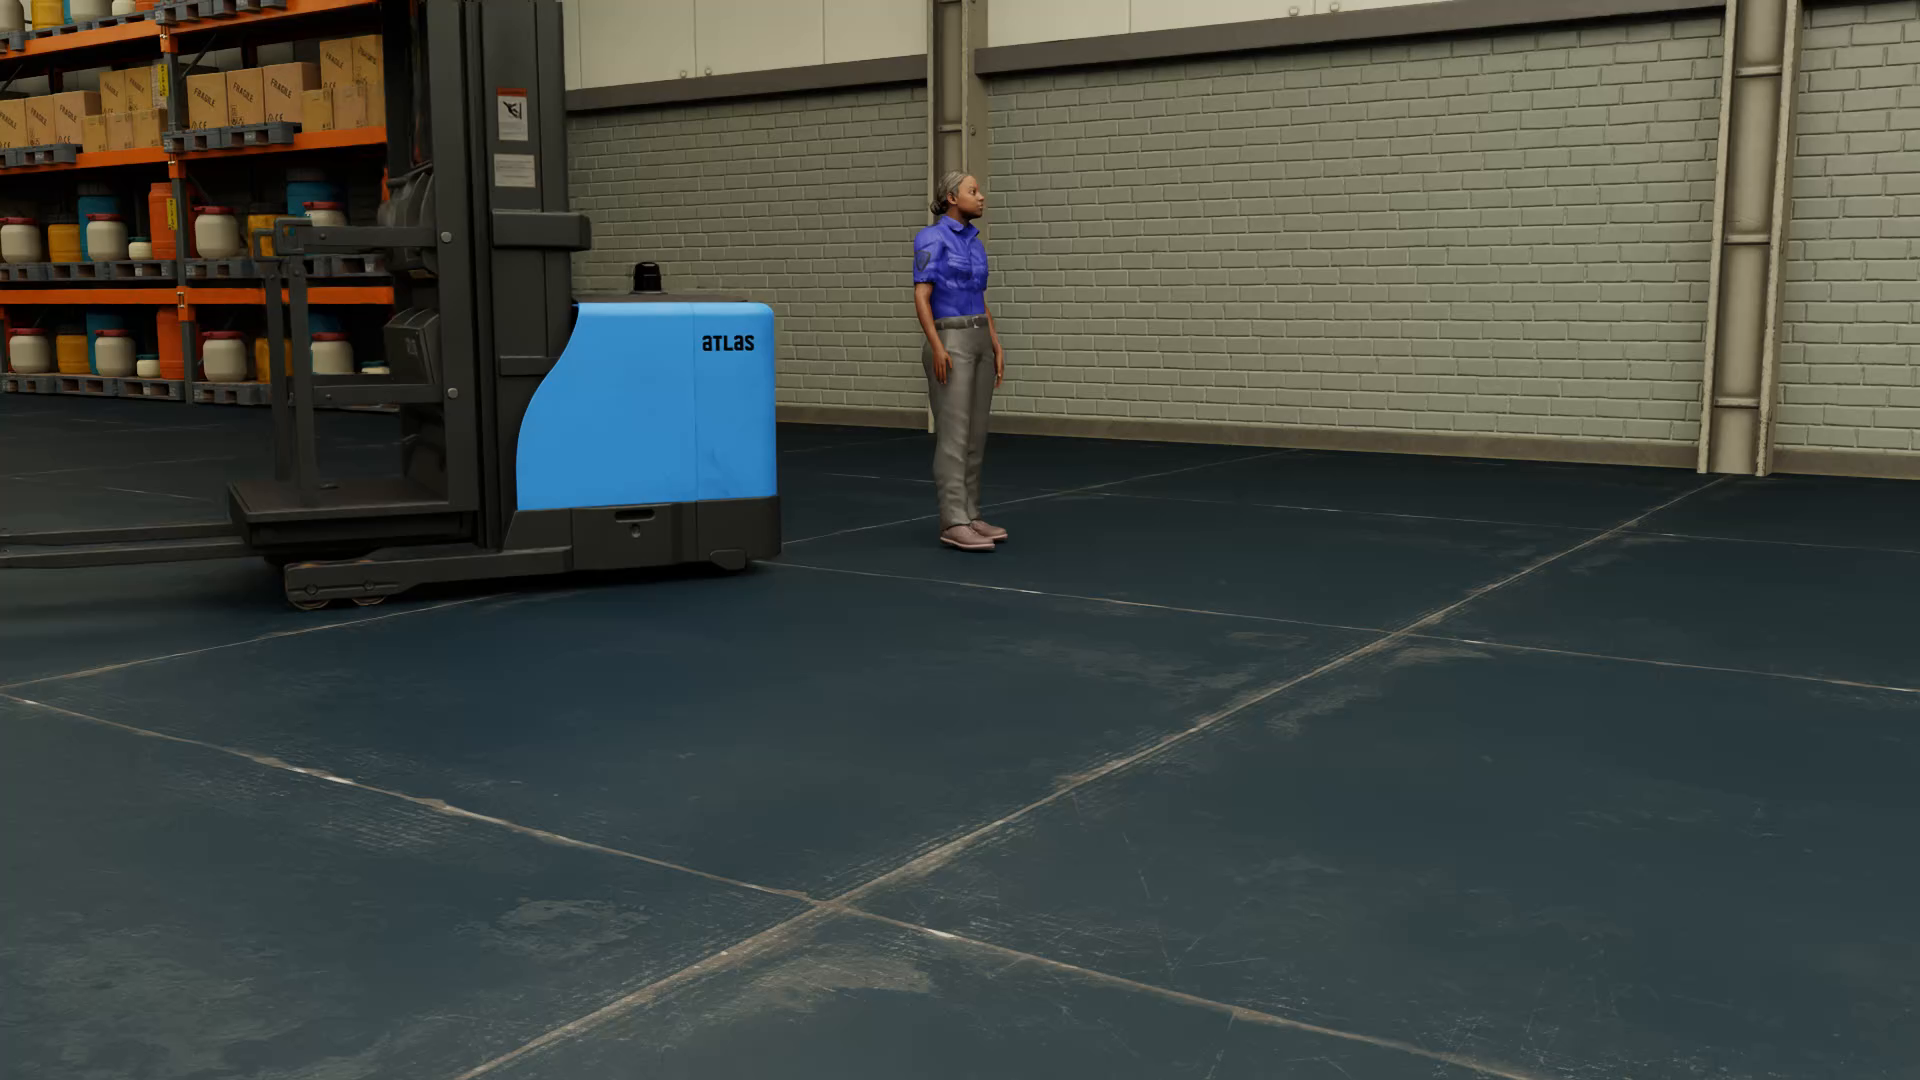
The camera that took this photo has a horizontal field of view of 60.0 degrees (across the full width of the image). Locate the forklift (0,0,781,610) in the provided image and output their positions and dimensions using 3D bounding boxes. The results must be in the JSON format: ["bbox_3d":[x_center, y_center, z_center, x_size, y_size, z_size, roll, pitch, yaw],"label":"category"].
[{"bbox_3d":[-2.272,-1.287,6.246,3.031,2.935,1.130,-4,9,-26],"label":"forklift"}]

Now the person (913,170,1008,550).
[{"bbox_3d":[0.062,-0.817,7.422,0.504,1.654,0.570,5,10,34],"label":"person"}]
